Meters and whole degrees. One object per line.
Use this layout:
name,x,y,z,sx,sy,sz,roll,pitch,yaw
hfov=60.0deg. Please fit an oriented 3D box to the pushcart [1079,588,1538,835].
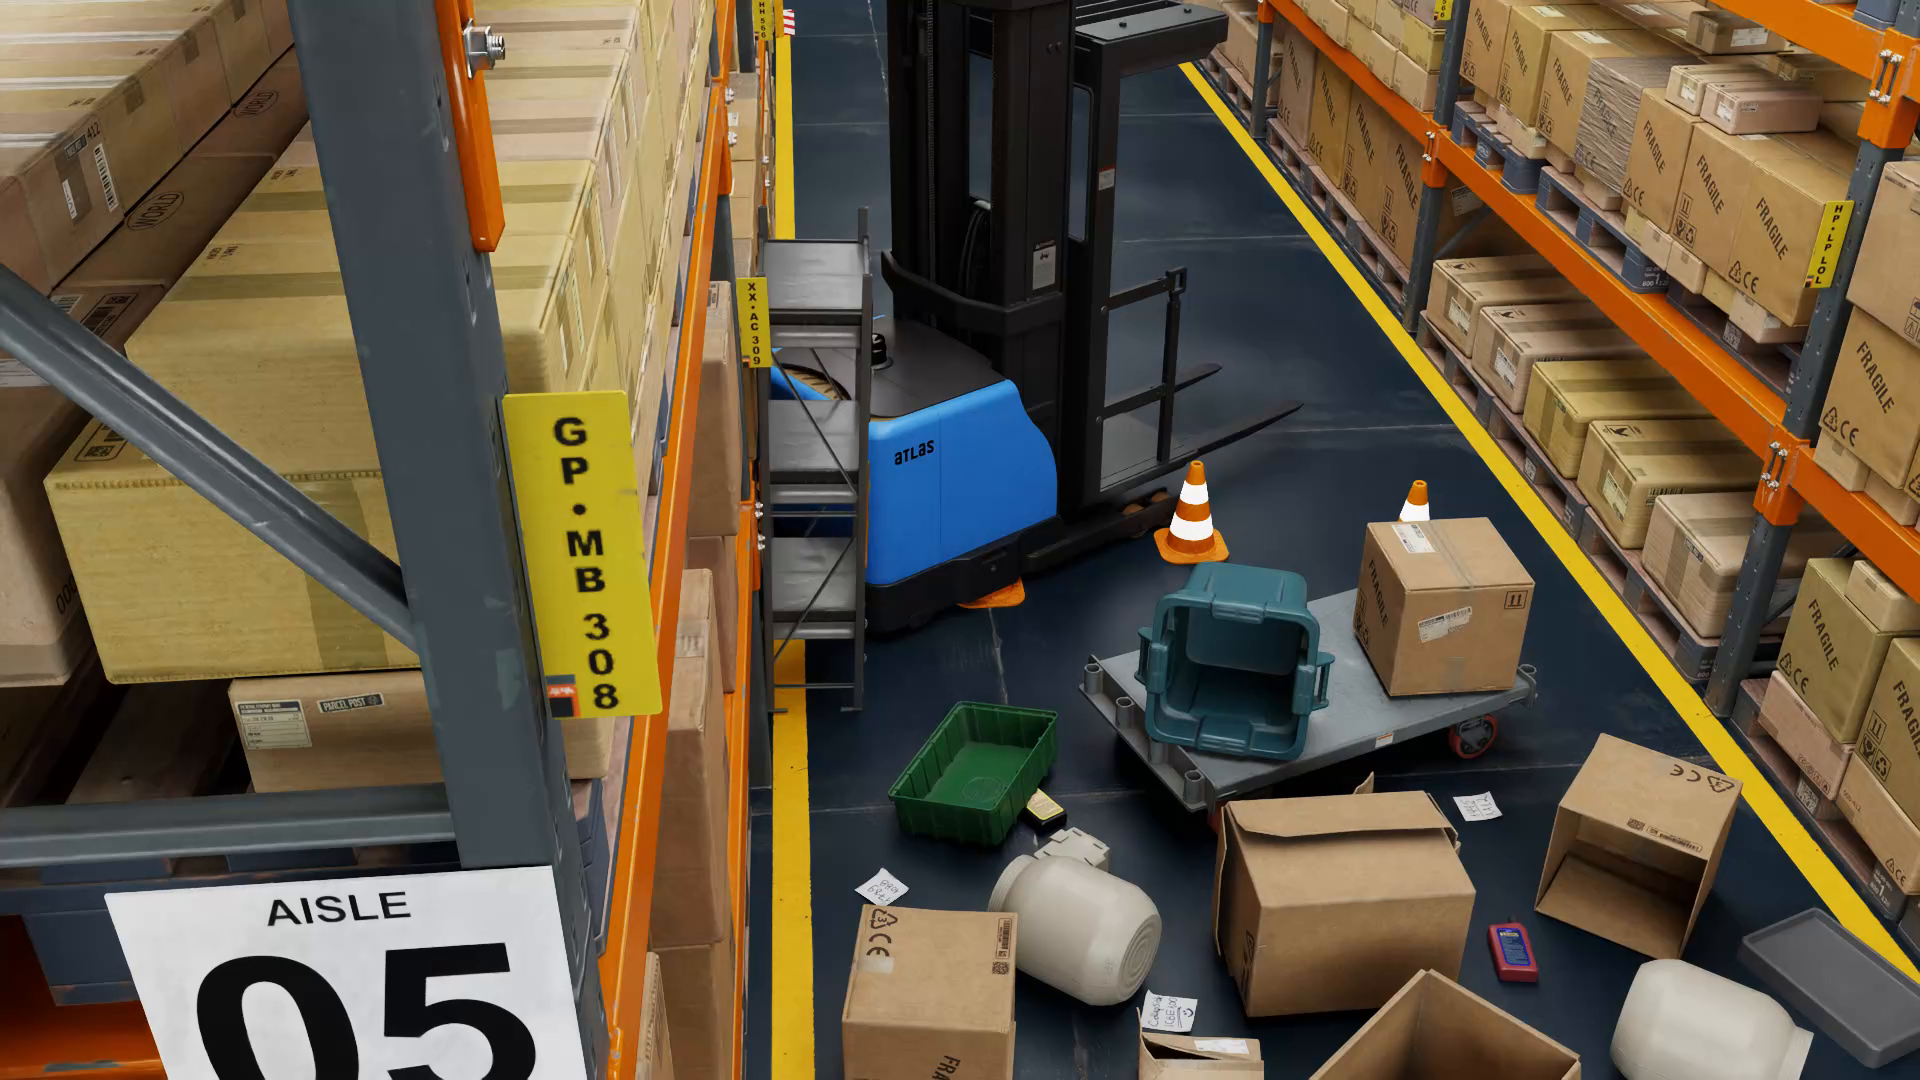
pushcart,1.405,0.671,6.759,1.648,0.377,0.936,-14,33,-22

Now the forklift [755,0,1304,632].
forklift,0.487,-1.459,7.834,3.031,2.935,1.130,-22,37,-33

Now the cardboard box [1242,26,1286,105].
cardboard box,2.971,-4.080,14.245,0.875,0.438,0.875,-3,31,-5

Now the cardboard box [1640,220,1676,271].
cardboard box,3.253,-1.307,7.349,0.380,0.149,0.250,-3,31,-4

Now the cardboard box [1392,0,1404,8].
cardboard box,2.931,-3.617,10.308,0.500,0.500,0.500,-2,31,-4

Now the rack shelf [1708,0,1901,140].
rack shelf,3.483,-2.590,7.437,1.077,0.370,4.000,-3,31,-5

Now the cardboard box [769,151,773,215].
cardboard box,-1.585,-2.603,11.711,0.500,0.500,0.500,-3,31,-6

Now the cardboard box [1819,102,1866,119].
cardboard box,3.832,-1.703,7.379,0.500,0.500,0.500,-3,31,-5

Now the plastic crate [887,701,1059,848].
plastic crate,0.072,0.907,6.492,0.450,0.188,0.662,4,30,26

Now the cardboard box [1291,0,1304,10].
cardboard box,2.751,-4.109,12.350,0.500,0.250,0.500,-3,31,-6

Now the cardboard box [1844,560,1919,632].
cardboard box,3.408,0.191,5.914,0.380,0.149,0.250,-2,31,-4

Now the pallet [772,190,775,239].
pallet,-1.805,-2.167,11.672,1.003,0.211,1.213,-3,31,-5

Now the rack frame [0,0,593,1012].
rack frame,-0.875,-0.835,0.872,1.000,3.000,0.127,-3,31,-5

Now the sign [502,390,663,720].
sign,-0.322,0.020,1.436,0.100,0.325,0.005,-3,31,-5

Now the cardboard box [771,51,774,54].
cardboard box,-1.927,-4.607,15.409,0.380,0.149,0.250,-4,31,-7

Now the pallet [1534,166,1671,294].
pallet,3.522,-1.541,8.092,1.003,0.211,1.213,-3,31,-5

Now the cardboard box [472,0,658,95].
cardboard box,-0.707,-0.839,2.765,0.380,0.149,0.250,-3,31,-5

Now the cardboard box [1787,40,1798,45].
cardboard box,7.591,-4.778,15.353,0.700,0.500,0.500,-4,31,-6

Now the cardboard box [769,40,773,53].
cardboard box,-1.866,-4.456,14.866,0.380,0.149,0.250,-2,31,-4

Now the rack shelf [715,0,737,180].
rack shelf,-1.436,-2.301,6.954,1.077,0.370,4.000,-3,31,-5

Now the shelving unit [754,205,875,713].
shelving unit,-0.576,-0.248,6.551,0.431,2.100,0.503,0,39,-5

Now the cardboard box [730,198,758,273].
cardboard box,-1.122,-1.139,7.134,0.500,0.500,0.500,-3,31,-5

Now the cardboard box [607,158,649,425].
cardboard box,-0.713,-0.351,2.337,0.500,0.250,0.500,-3,31,-5

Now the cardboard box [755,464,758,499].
cardboard box,-1.483,-0.321,7.647,1.050,0.750,0.750,-3,31,-5

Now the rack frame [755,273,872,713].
rack frame,-0.558,-0.095,6.362,0.400,2.100,0.015,0,39,-5

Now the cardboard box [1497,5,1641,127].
cardboard box,3.164,-2.477,8.674,0.500,0.500,0.500,-1,31,-2

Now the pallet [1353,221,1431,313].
pallet,3.298,-1.841,11.127,1.003,0.211,1.213,-3,31,-5

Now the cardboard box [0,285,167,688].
cardboard box,-1.199,-0.070,1.866,0.500,0.250,0.500,-2,31,-4

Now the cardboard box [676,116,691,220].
cardboard box,-0.753,-0.755,3.401,0.380,0.149,0.250,-3,31,-5

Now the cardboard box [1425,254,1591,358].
cardboard box,3.339,-1.395,9.814,0.950,0.372,0.625,-5,31,-8

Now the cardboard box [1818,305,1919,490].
cardboard box,3.434,-0.523,5.812,0.500,0.500,0.500,-3,31,-5

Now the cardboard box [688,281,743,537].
cardboard box,-1.082,-0.364,4.735,0.875,0.550,0.550,-3,31,-5

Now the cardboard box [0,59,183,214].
cardboard box,-1.316,-0.551,2.282,0.380,0.149,0.250,-2,31,-4

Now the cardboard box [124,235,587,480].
cardboard box,-0.589,-0.190,1.678,0.380,0.149,0.250,-2,31,-4

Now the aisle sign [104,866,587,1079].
aisle sign,-0.570,0.647,1.707,0.394,0.787,0.004,-3,31,-5

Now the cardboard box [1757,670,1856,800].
cardboard box,3.456,0.724,6.384,0.500,0.250,0.500,-4,31,-7

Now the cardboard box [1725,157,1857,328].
cardboard box,3.398,-1.166,6.479,0.500,0.500,0.500,-3,31,-6

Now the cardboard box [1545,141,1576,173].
cardboard box,3.220,-1.981,8.477,0.380,0.149,0.250,-1,31,-2

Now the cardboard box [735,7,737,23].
cardboard box,-1.519,-3.179,9.902,0.380,0.149,0.250,-3,31,-5

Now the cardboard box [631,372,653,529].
cardboard box,-0.635,-0.111,2.323,0.380,0.149,0.250,-3,31,-4

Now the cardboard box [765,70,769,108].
cardboard box,-1.640,-3.184,11.951,0.500,0.250,0.500,-1,31,-2

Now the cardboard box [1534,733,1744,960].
cardboard box,2.415,1.094,5.928,0.500,0.500,0.500,20,36,29

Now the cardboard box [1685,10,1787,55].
cardboard box,3.730,-2.440,7.980,0.380,0.149,0.250,-4,31,-7

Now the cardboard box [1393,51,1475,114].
cardboard box,2.991,-2.814,10.182,0.500,0.250,0.500,-4,31,-6

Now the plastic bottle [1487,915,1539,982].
plastic bottle,1.923,1.420,5.813,0.133,0.061,0.283,2,31,4

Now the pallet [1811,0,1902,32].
pallet,3.718,-2.117,6.128,1.213,0.211,1.003,-3,31,-5

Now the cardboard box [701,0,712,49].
cardboard box,-0.873,-1.405,4.490,0.380,0.149,0.250,-2,31,-4

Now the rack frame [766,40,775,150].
rack frame,-1.996,-4.386,12.667,1.000,3.000,0.127,-3,31,-5
